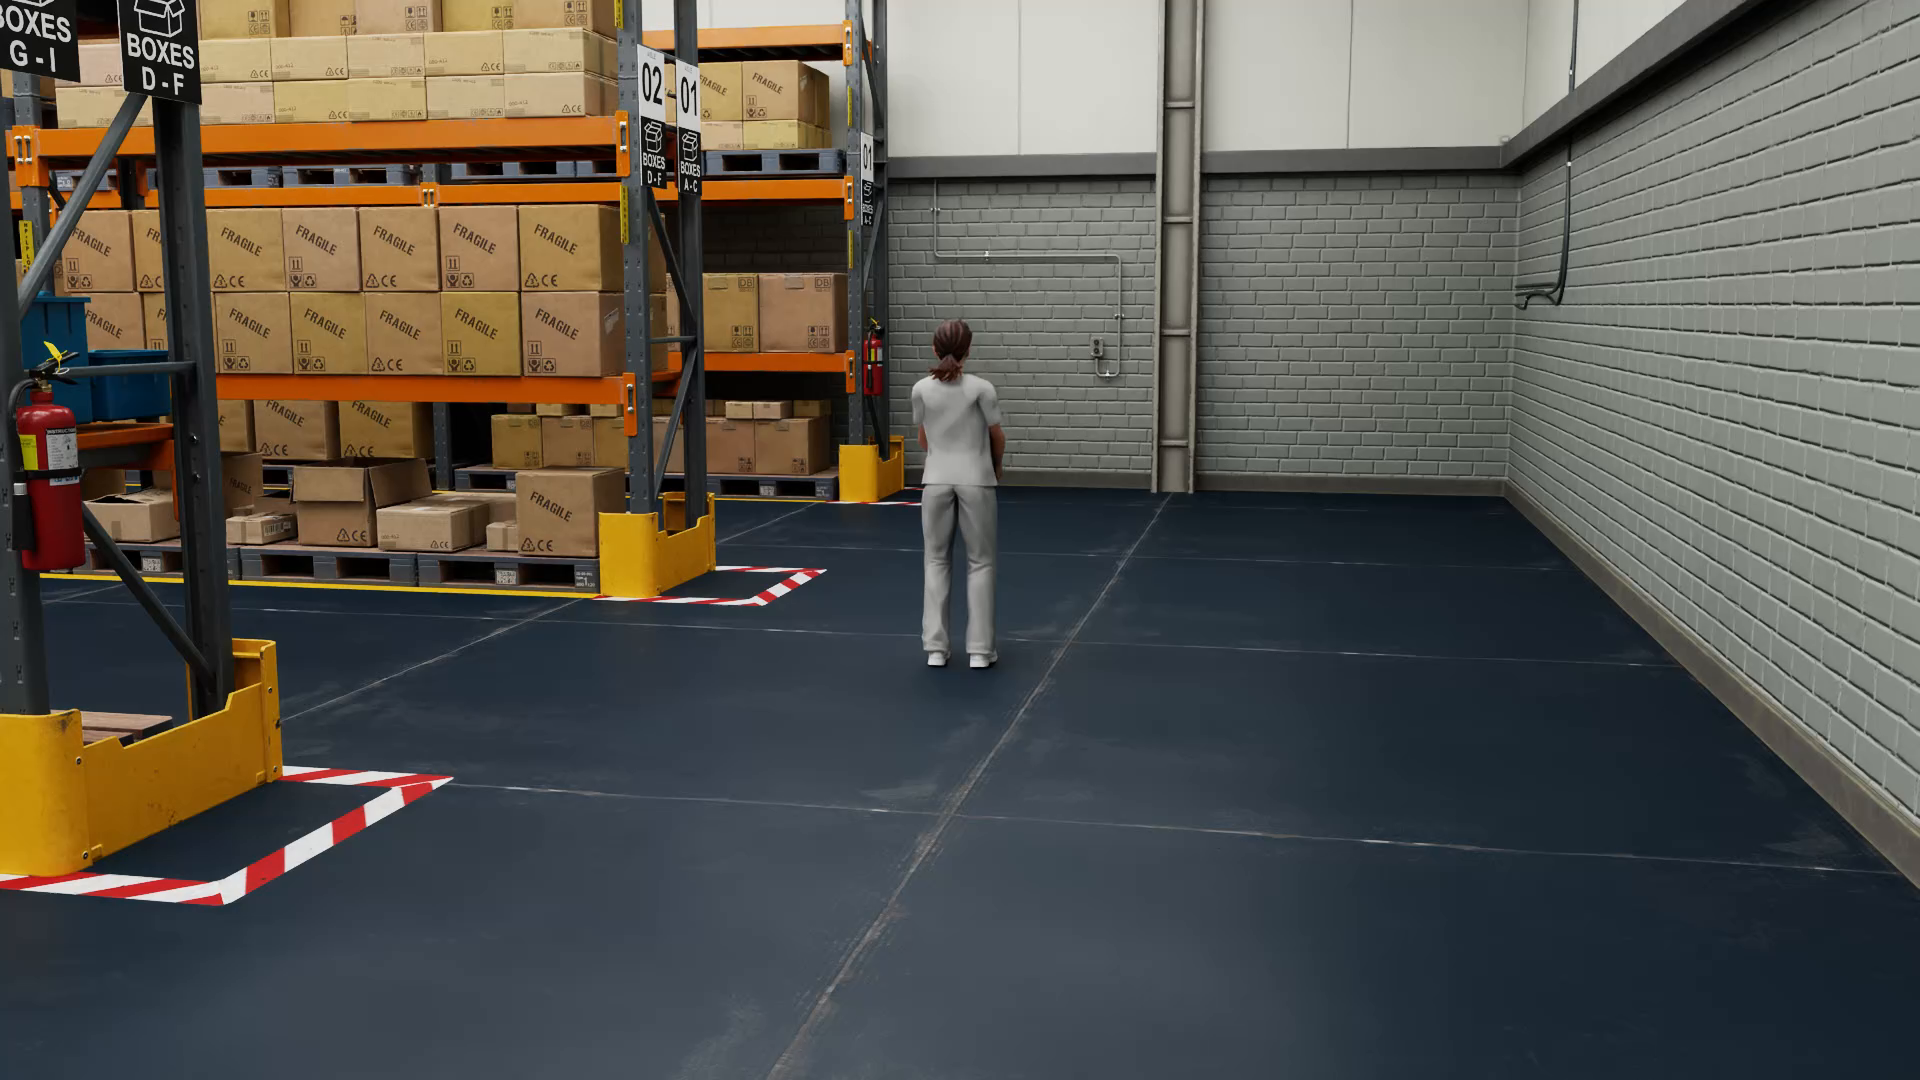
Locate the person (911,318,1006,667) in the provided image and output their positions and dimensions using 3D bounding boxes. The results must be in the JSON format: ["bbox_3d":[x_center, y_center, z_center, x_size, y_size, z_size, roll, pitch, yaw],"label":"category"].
[{"bbox_3d":[0.003,-0.104,8.024,0.437,1.405,0.555,2,8,12],"label":"person"}]
